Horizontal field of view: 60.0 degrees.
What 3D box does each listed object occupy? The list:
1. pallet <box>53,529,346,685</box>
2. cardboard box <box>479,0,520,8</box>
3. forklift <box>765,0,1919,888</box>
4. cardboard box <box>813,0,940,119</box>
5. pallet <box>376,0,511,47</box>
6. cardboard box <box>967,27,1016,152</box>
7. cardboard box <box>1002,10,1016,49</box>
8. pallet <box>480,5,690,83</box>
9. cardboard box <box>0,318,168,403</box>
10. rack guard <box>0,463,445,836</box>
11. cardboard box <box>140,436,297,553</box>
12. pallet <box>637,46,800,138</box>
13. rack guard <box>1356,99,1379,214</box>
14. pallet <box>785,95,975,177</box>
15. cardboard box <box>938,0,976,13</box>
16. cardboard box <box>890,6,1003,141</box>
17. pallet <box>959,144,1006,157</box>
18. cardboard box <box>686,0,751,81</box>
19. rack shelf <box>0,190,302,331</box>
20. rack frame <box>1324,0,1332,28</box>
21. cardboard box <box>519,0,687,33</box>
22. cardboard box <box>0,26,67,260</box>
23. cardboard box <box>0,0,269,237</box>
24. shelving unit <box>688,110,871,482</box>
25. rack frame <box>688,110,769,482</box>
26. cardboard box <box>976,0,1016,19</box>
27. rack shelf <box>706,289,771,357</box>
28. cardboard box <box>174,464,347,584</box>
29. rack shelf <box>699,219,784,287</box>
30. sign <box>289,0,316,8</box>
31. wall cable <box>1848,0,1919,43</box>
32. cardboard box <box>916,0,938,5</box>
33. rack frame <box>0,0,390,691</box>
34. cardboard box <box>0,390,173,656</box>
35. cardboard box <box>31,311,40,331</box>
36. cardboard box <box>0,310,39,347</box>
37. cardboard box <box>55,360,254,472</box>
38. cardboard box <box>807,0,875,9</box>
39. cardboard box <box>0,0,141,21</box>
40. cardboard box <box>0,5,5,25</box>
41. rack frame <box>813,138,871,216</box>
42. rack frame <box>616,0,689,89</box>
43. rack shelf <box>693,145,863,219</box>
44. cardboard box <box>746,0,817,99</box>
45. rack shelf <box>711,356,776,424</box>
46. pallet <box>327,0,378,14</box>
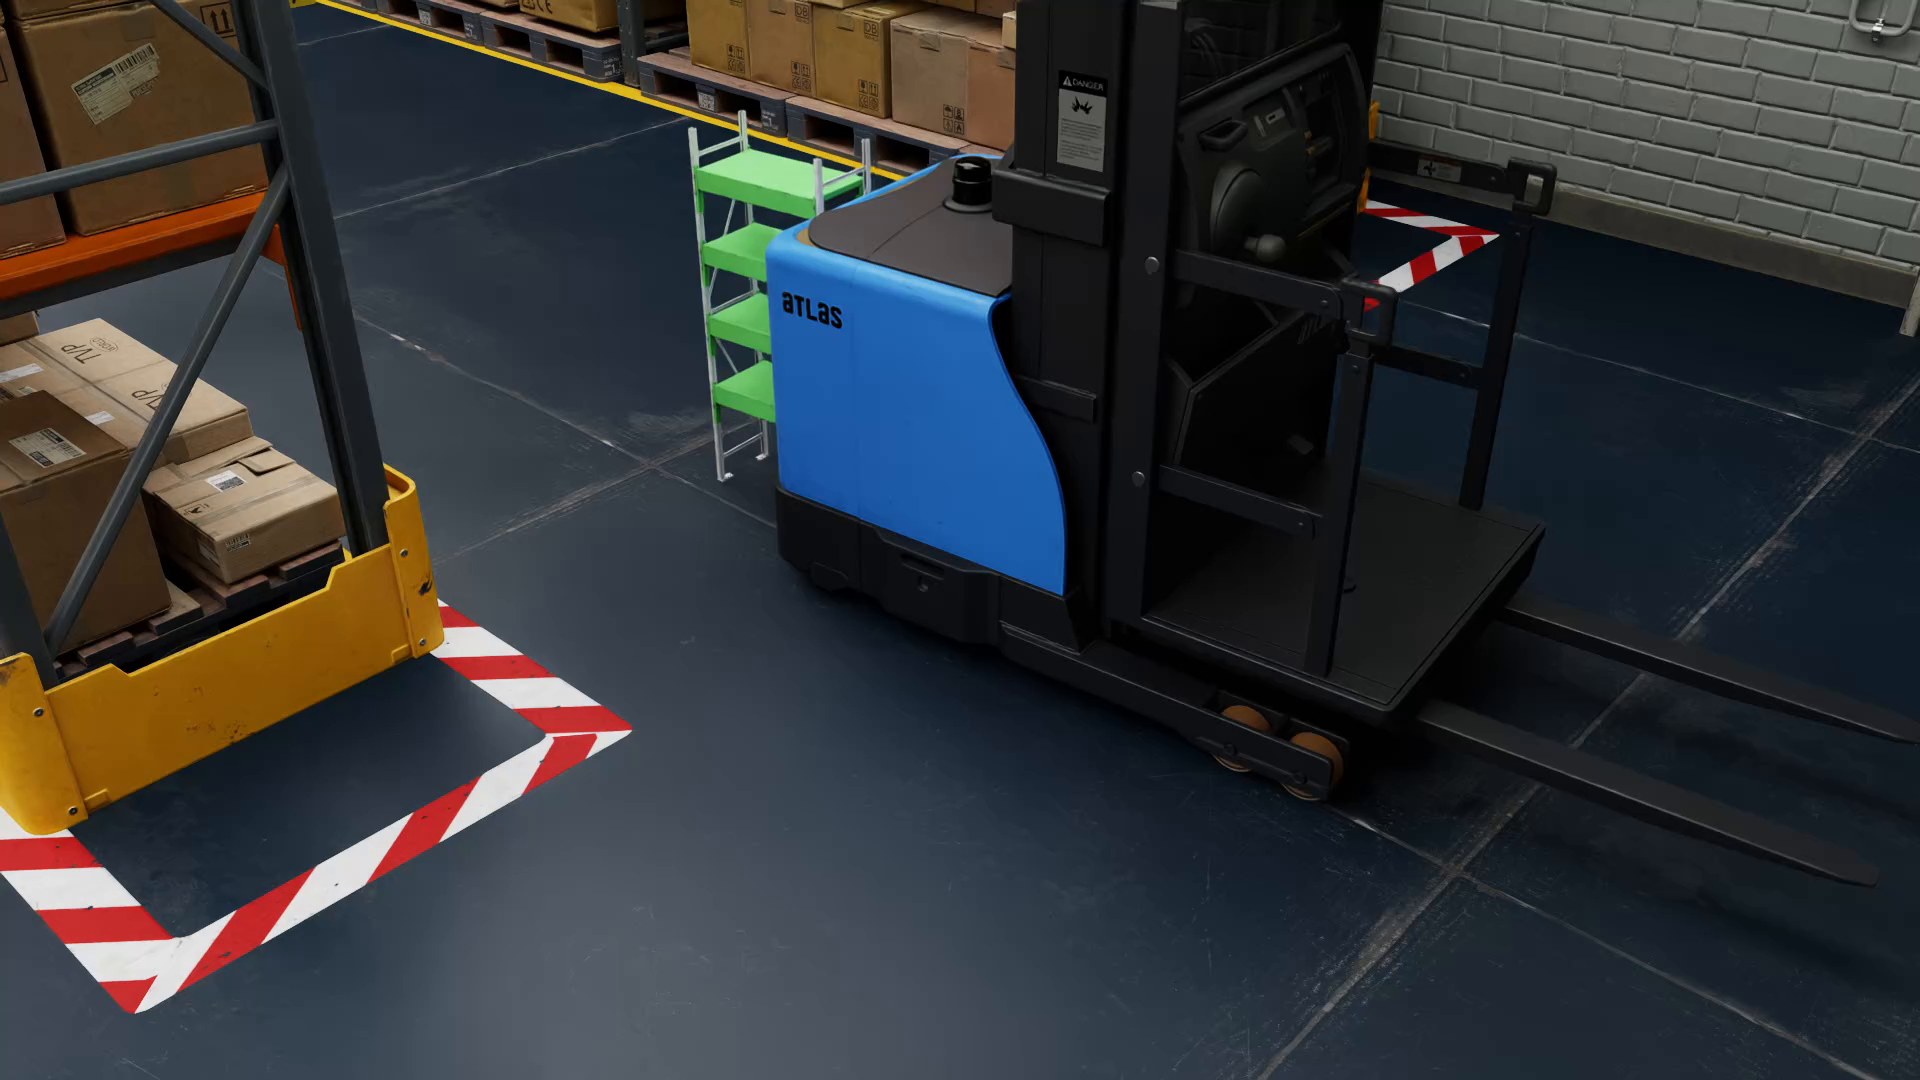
[{"bbox_3d":[-2.564,0.085,4.904,1.213,0.211,1.003,25,39,35],"label":"pallet"},{"bbox_3d":[-2.791,-3.828,10.378,0.750,0.750,0.750,26,40,36],"label":"cardboard box"},{"bbox_3d":[0.939,-0.916,3.930,3.031,2.935,1.130,20,37,30],"label":"forklift"},{"bbox_3d":[-0.326,-2.545,8.585,0.500,0.500,0.700,26,40,36],"label":"cardboard box"},{"bbox_3d":[-3.092,-3.553,10.948,1.213,0.211,1.003,25,39,35],"label":"pallet"},{"bbox_3d":[0.448,-2.189,7.995,0.500,0.500,0.700,25,39,35],"label":"cardboard box"},{"bbox_3d":[0.412,-2.357,7.644,0.250,0.149,0.380,26,40,36],"label":"cardboard box"},{"bbox_3d":[-2.183,-3.131,10.246,1.213,0.211,1.003,25,39,35],"label":"pallet"},{"bbox_3d":[-2.870,-0.461,5.346,0.500,0.250,0.500,25,39,35],"label":"cardboard box"},{"bbox_3d":[-1.972,0.237,4.371,0.348,0.500,1.175,25,39,35],"label":"rack guard"},{"bbox_3d":[-2.181,-0.145,4.903,0.250,0.166,0.380,25,39,35],"label":"cardboard box"},{"bbox_3d":[-1.049,-2.600,9.364,1.213,0.211,1.003,25,39,35],"label":"pallet"},{"bbox_3d":[1.423,-1.624,7.463,0.348,0.500,1.175,25,39,35],"label":"rack guard"},{"bbox_3d":[-0.141,-2.177,8.662,1.213,0.211,1.003,25,39,35],"label":"pallet"},{"bbox_3d":[0.105,-2.765,8.323,0.250,0.149,0.380,25,39,36],"label":"cardboard box"},{"bbox_3d":[0.075,-2.363,8.283,0.500,0.500,0.700,24,38,34],"label":"cardboard box"},{"bbox_3d":[0.760,-1.755,7.961,1.213,0.211,1.003,25,39,35],"label":"pallet"},{"bbox_3d":[-1.075,-2.898,9.173,0.500,0.500,0.700,26,39,36],"label":"cardboard box"},{"bbox_3d":[-3.399,-1.191,5.018,4.000,0.370,1.077,25,39,35],"label":"rack shelf"},{"bbox_3d":[1.405,-2.703,6.832,0.127,3.000,1.000,25,39,35],"label":"rack frame"},{"bbox_3d":[-2.130,-3.522,9.869,0.750,0.750,0.750,26,39,36],"label":"cardboard box"},{"bbox_3d":[-2.431,-0.901,3.742,0.500,0.500,0.500,26,40,36],"label":"cardboard box"},{"bbox_3d":[-2.068,-1.105,4.080,0.500,0.500,0.500,26,40,36],"label":"cardboard box"},{"bbox_3d":[-0.538,-0.687,5.228,0.503,1.200,0.258,20,37,30],"label":"shelving unit"},{"bbox_3d":[-0.736,-0.761,5.351,0.015,1.200,0.240,20,37,30],"label":"rack frame"},{"bbox_3d":[0.295,-2.677,8.176,0.250,0.149,0.380,26,39,36],"label":"cardboard box"},{"bbox_3d":[-0.538,-0.633,5.261,0.480,0.148,0.258,20,37,30],"label":"rack shelf"},{"bbox_3d":[-1.996,-0.051,4.764,0.250,0.149,0.380,25,39,35],"label":"cardboard box"},{"bbox_3d":[-0.538,-0.838,5.137,0.480,0.148,0.258,20,37,30],"label":"rack shelf"},{"bbox_3d":[-1.552,-1.386,3.804,0.005,0.325,0.100,25,39,35],"label":"sign"},{"bbox_3d":[2.989,-3.057,6.434,1.851,1.984,0.084,25,39,35],"label":"wall cable"},{"bbox_3d":[-0.083,-2.853,8.469,0.250,0.149,0.380,24,39,34],"label":"cardboard box"},{"bbox_3d":[-1.916,-0.808,3.683,0.127,3.000,1.000,25,39,35],"label":"rack frame"},{"bbox_3d":[-2.485,-0.019,4.370,0.500,0.500,0.500,25,39,35],"label":"cardboard box"},{"bbox_3d":[-3.713,-0.880,5.984,0.500,0.311,0.500,25,39,35],"label":"cardboard box"},{"bbox_3d":[-3.485,-0.663,5.436,0.637,0.503,0.797,25,39,35],"label":"cardboard box"},{"bbox_3d":[-2.500,-0.288,5.059,0.500,0.250,0.500,25,39,35],"label":"cardboard box"},{"bbox_3d":[-0.556,-2.807,8.393,0.250,0.149,0.380,24,38,34],"label":"cardboard box"},{"bbox_3d":[-2.068,-1.533,3.822,0.500,0.500,0.500,26,40,36],"label":"cardboard box"},{"bbox_3d":[-2.431,-1.328,3.481,0.500,0.500,0.500,25,39,35],"label":"cardboard box"},{"bbox_3d":[-0.340,-0.613,5.106,0.015,1.200,0.240,20,37,30],"label":"rack frame"},{"bbox_3d":[-1.561,-4.087,9.131,0.127,3.000,1.000,25,39,35],"label":"rack frame"},{"bbox_3d":[-0.538,-1.044,5.014,0.480,0.148,0.258,20,37,30],"label":"rack shelf"},{"bbox_3d":[-0.705,-2.723,8.882,0.500,0.500,0.700,25,39,35],"label":"cardboard box"},{"bbox_3d":[-0.538,-0.427,5.385,0.480,0.148,0.258,20,37,30],"label":"rack shelf"},{"bbox_3d":[-3.992,-3.975,11.649,1.213,0.211,1.003,25,39,35],"label":"pallet"}]
